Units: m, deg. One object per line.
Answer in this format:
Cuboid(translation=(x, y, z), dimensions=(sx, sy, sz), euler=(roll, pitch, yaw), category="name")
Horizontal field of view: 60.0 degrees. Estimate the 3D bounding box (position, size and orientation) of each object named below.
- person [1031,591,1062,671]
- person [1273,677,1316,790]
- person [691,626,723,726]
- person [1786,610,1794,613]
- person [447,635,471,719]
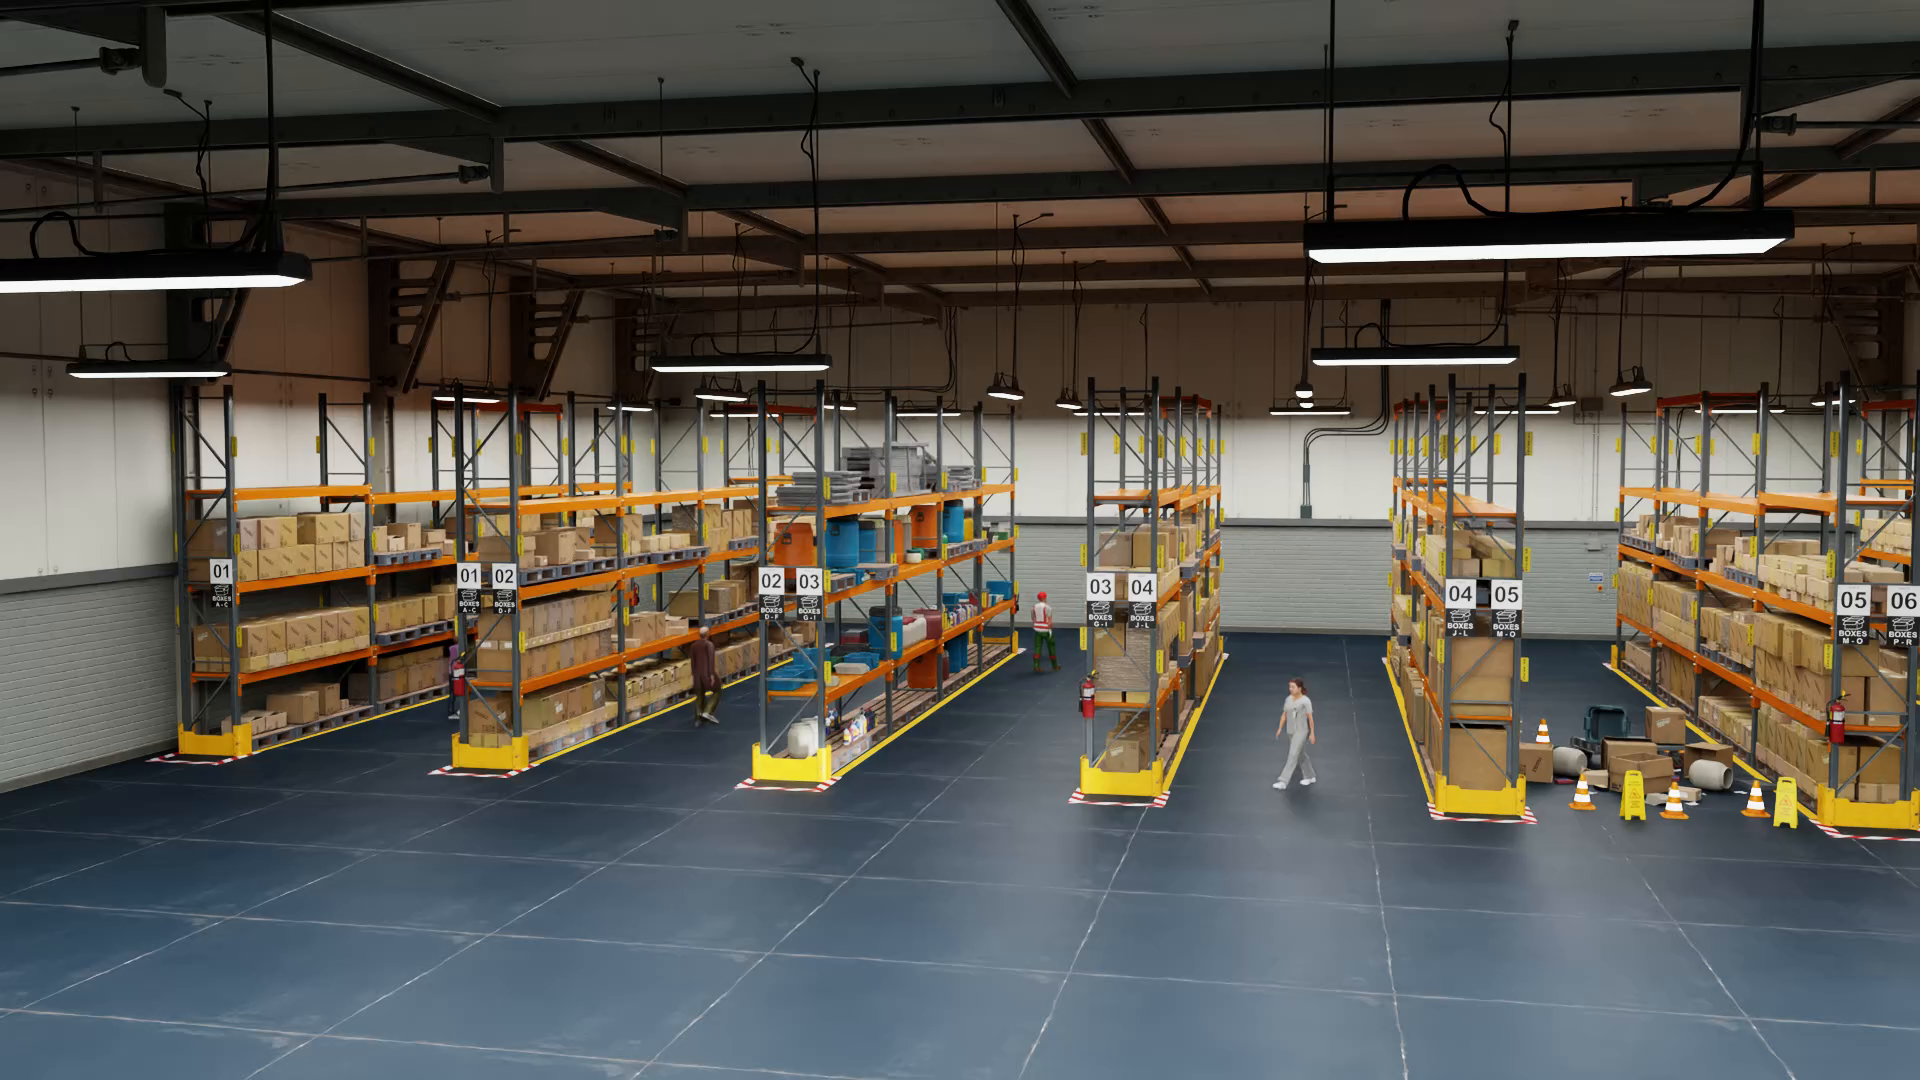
Cuboid(translation=(1.889, 2.020, 37.121), dimensions=(0.563, 1.763, 0.791), euler=(2, 4, 28), category="person")
Cuboid(translation=(4.858, 2.813, 24.282), dimensions=(1.043, 1.615, 0.468), euler=(-2, 4, -32), category="person")
Cuboid(translation=(-4.590, 2.434, 29.806), dimensions=(0.599, 1.764, 0.551), euler=(2, 4, 26), category="person")
Cuboid(translation=(17.915, 2.155, 35.538), dimensions=(0.625, 1.716, 0.923), euler=(-2, 4, -34), category="person")
Cuboid(translation=(-9.254, 2.504, 30.539), dimensions=(0.426, 1.610, 0.512), euler=(1, 3, 23), category="person")
